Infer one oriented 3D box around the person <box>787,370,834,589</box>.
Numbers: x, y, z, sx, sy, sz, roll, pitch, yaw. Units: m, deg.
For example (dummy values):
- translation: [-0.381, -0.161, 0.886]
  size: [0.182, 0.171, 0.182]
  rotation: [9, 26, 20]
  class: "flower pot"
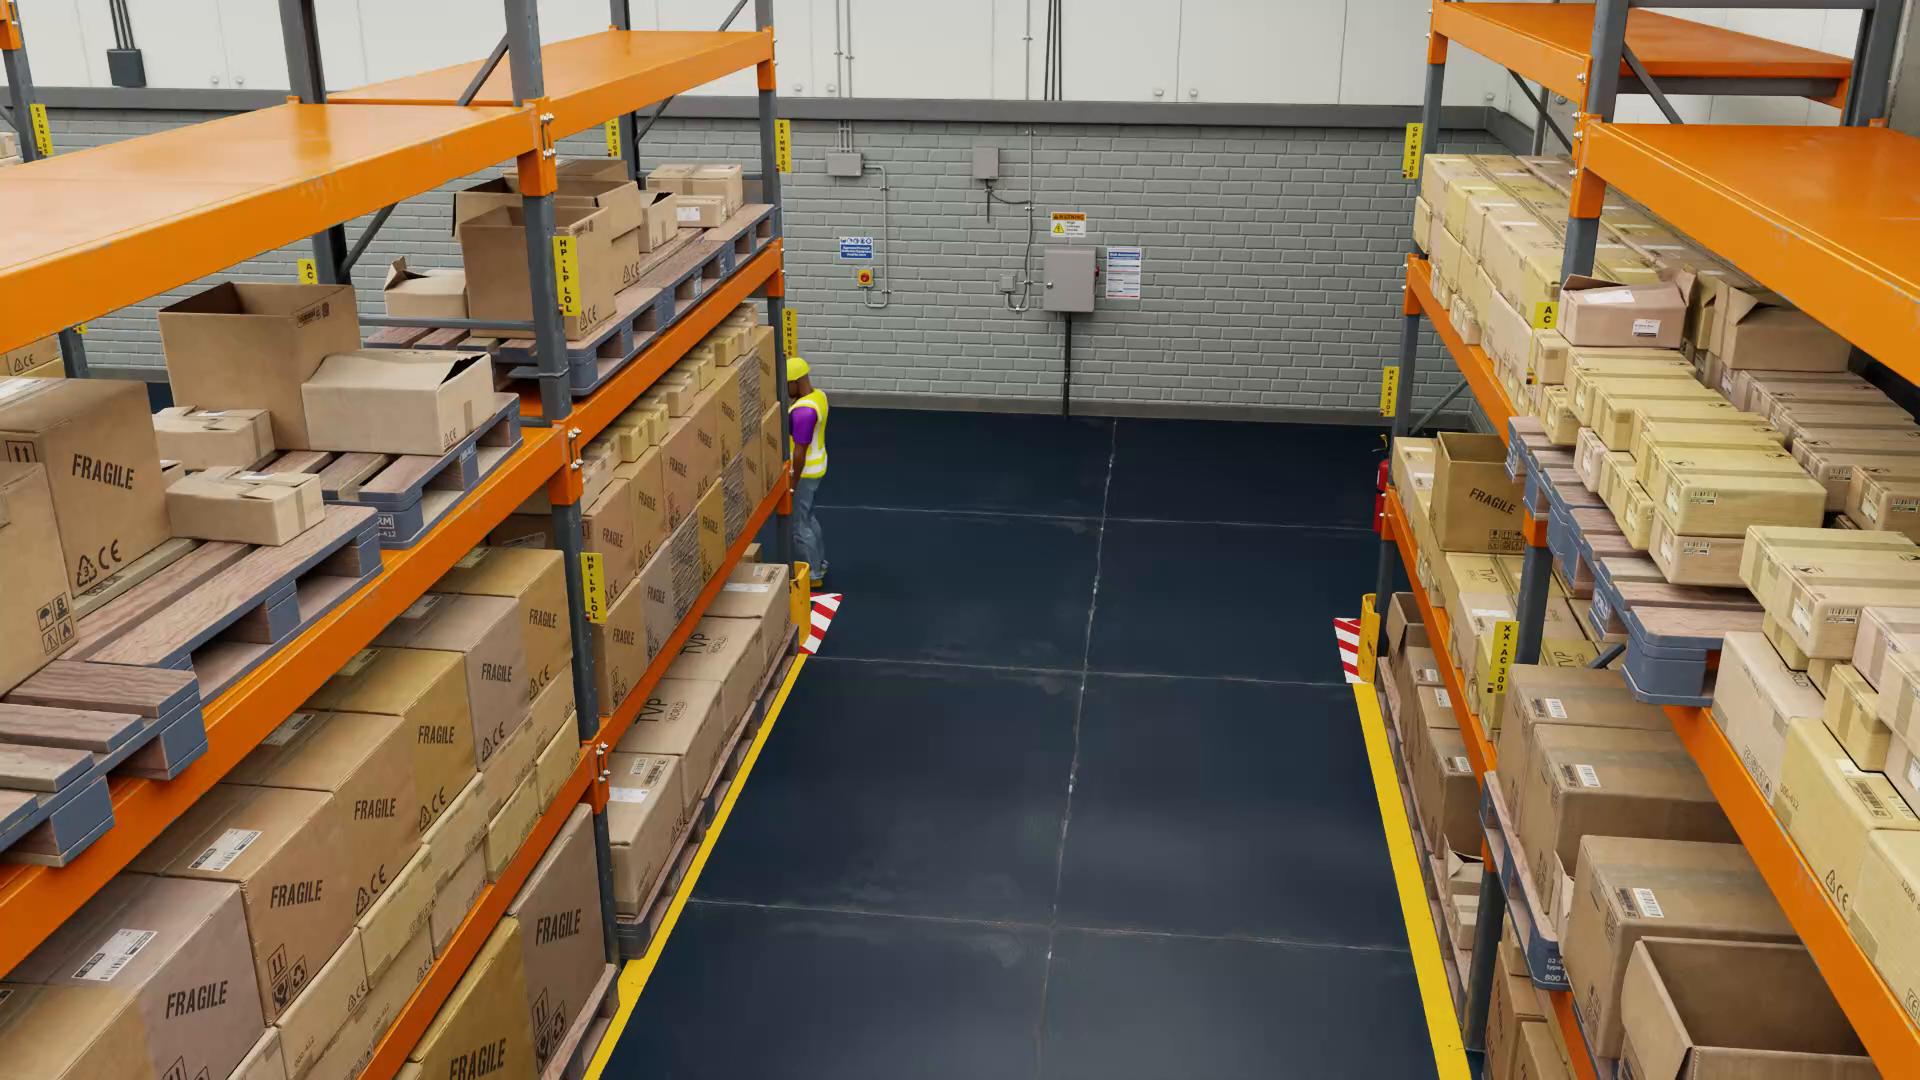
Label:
- translation: [-1.201, -0.468, 12.386]
  size: [0.511, 1.682, 0.602]
  rotation: [1, 21, 3]
  class: "person"
